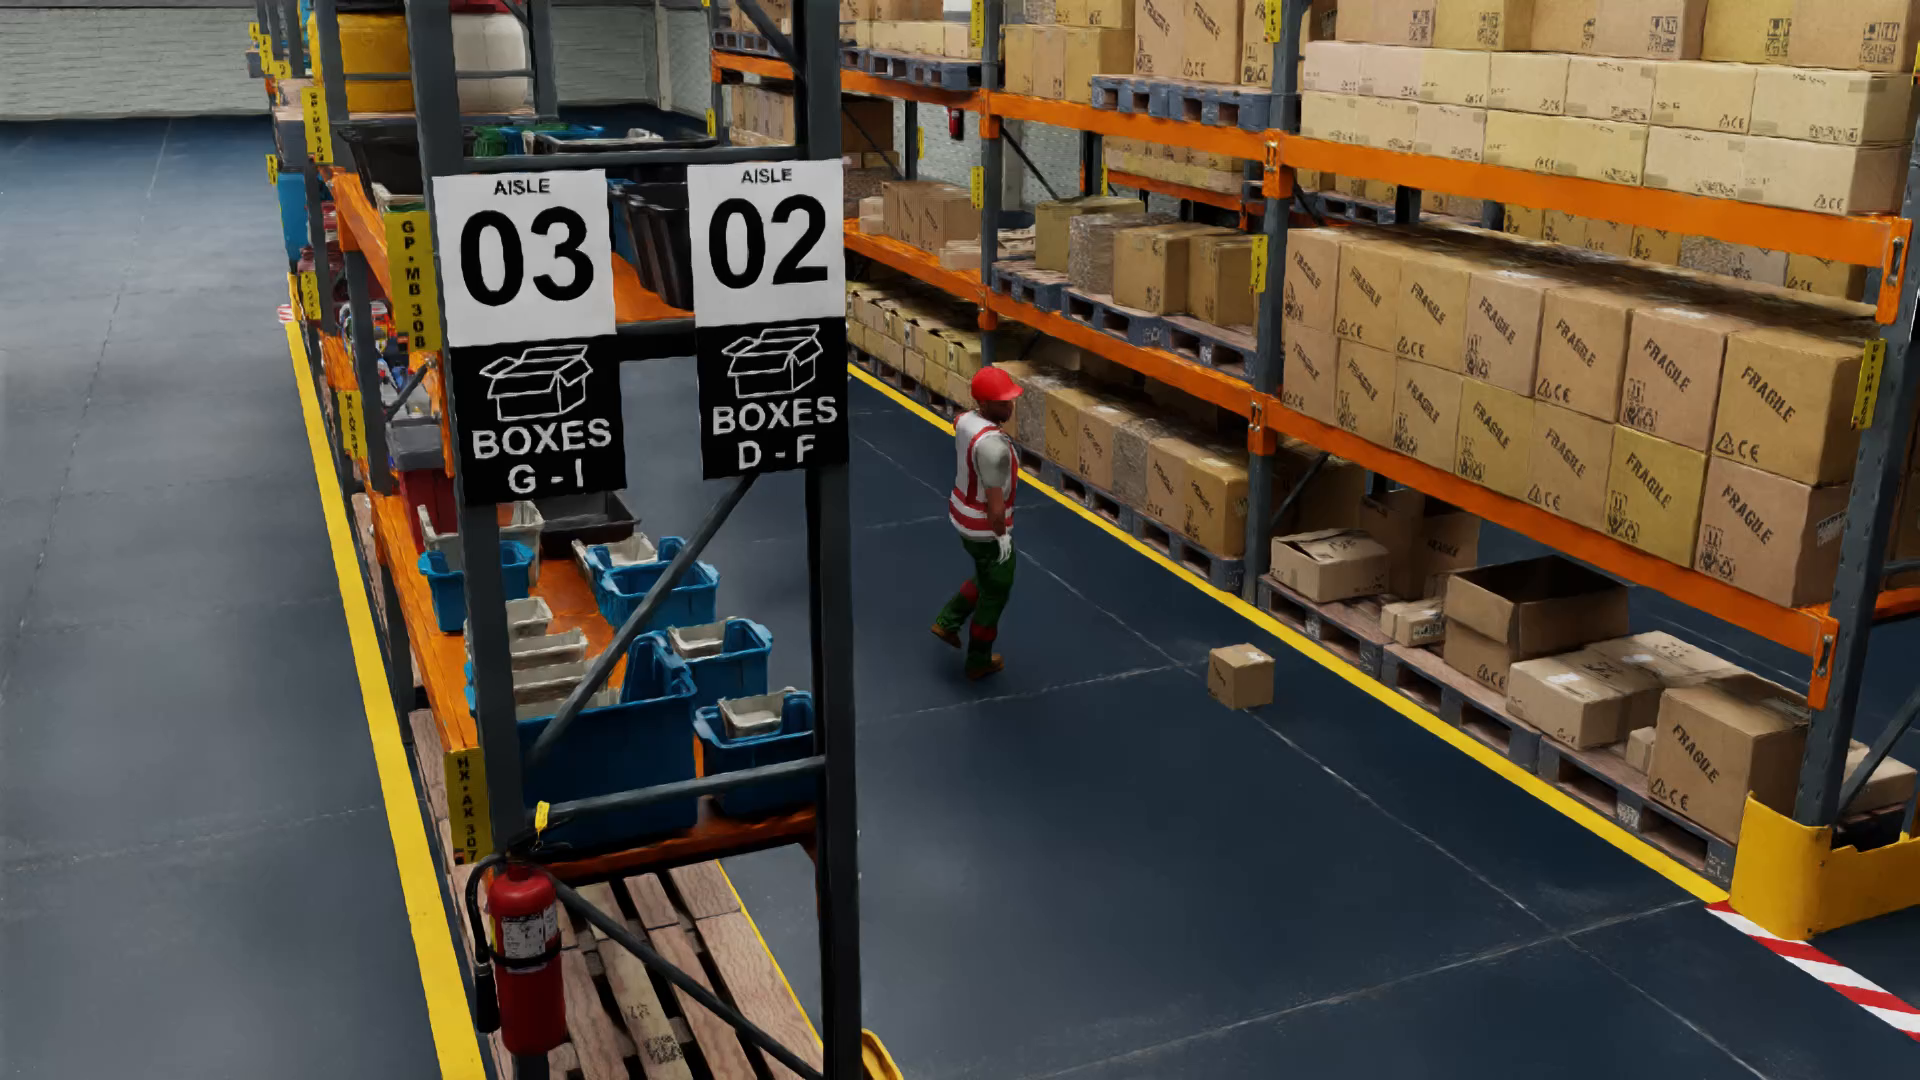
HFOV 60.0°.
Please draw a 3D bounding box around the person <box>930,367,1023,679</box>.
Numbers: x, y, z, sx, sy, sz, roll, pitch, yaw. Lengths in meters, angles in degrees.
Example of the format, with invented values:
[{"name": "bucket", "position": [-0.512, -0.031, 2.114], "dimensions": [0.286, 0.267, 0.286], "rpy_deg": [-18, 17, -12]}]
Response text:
[{"name": "person", "position": [0.133, -0.085, 8.812], "dimensions": [0.472, 1.767, 0.700], "rpy_deg": [-7, 20, -20]}]
